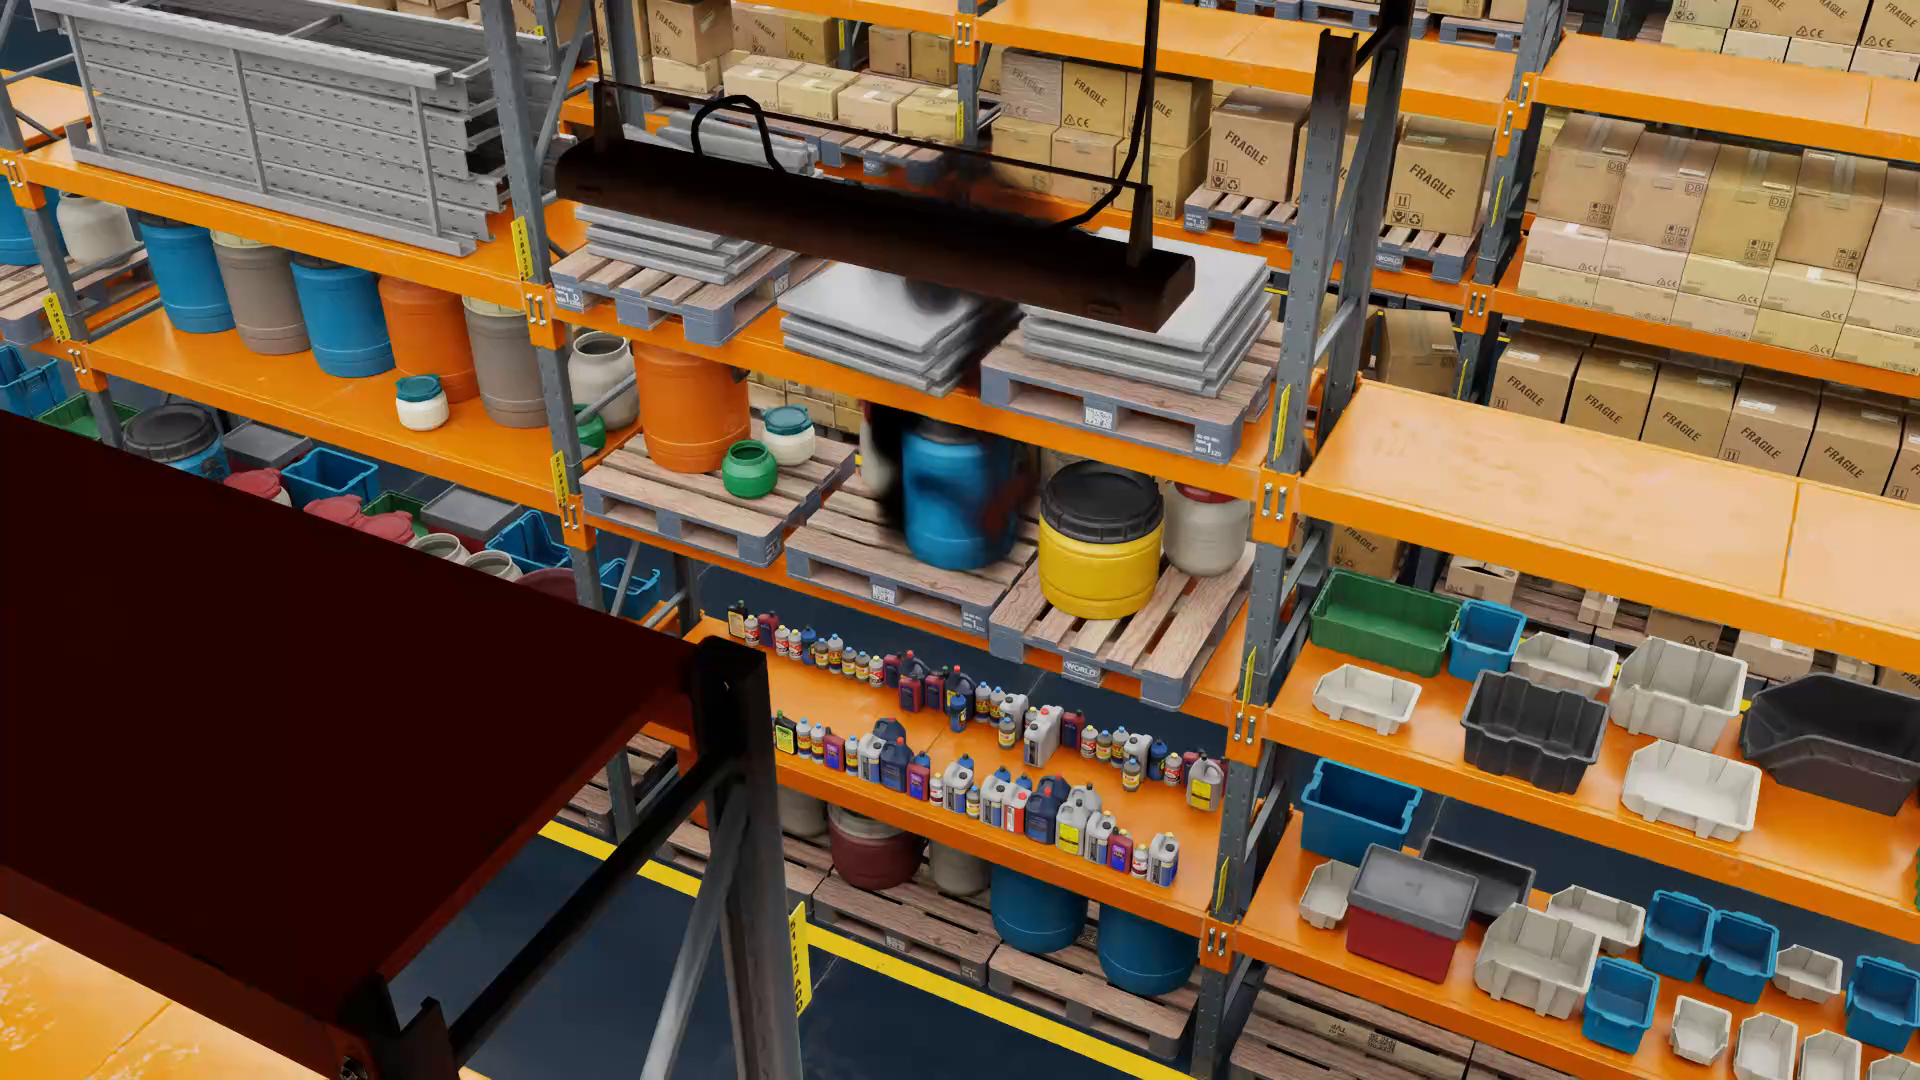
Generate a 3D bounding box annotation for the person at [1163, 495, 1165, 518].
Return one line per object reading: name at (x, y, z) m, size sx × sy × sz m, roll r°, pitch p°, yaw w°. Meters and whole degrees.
person at (1.402, 0.392, 11.827) m, size 0.721 × 1.748 × 0.646 m, roll 10°, pitch 36°, yaw 14°
